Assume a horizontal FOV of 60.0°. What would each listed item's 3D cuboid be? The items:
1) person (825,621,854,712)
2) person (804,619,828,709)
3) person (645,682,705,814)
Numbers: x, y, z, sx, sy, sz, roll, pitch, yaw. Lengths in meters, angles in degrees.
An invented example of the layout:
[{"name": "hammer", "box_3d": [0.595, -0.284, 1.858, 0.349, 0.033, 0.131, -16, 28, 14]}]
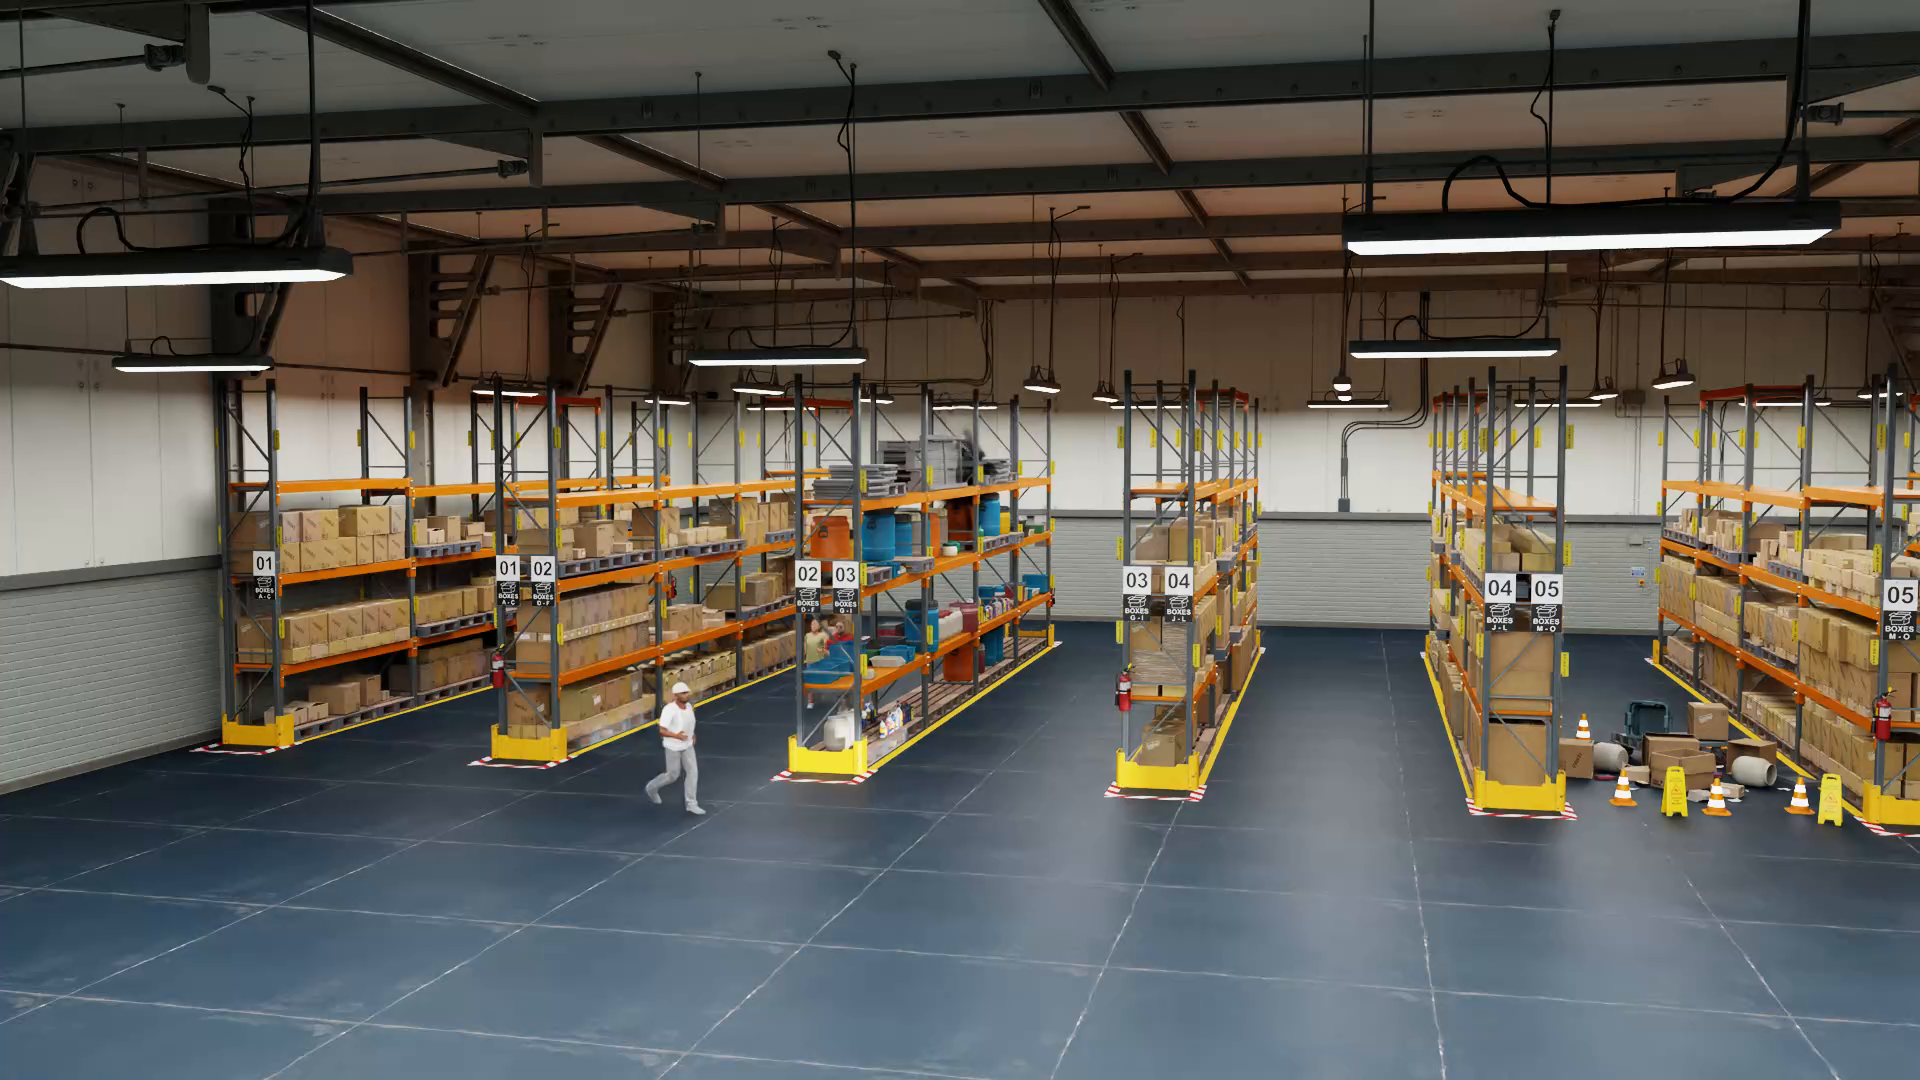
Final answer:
[{"name": "person", "box_3d": [-2.157, 2.351, 30.104, 0.611, 1.776, 0.801, 1, 4, 13]}, {"name": "person", "box_3d": [-2.708, 2.297, 31.156, 0.586, 1.645, 0.914, 1, 3, 10]}, {"name": "person", "box_3d": [-3.820, 2.778, 22.353, 0.948, 1.754, 0.681, 2, 4, 33]}]
